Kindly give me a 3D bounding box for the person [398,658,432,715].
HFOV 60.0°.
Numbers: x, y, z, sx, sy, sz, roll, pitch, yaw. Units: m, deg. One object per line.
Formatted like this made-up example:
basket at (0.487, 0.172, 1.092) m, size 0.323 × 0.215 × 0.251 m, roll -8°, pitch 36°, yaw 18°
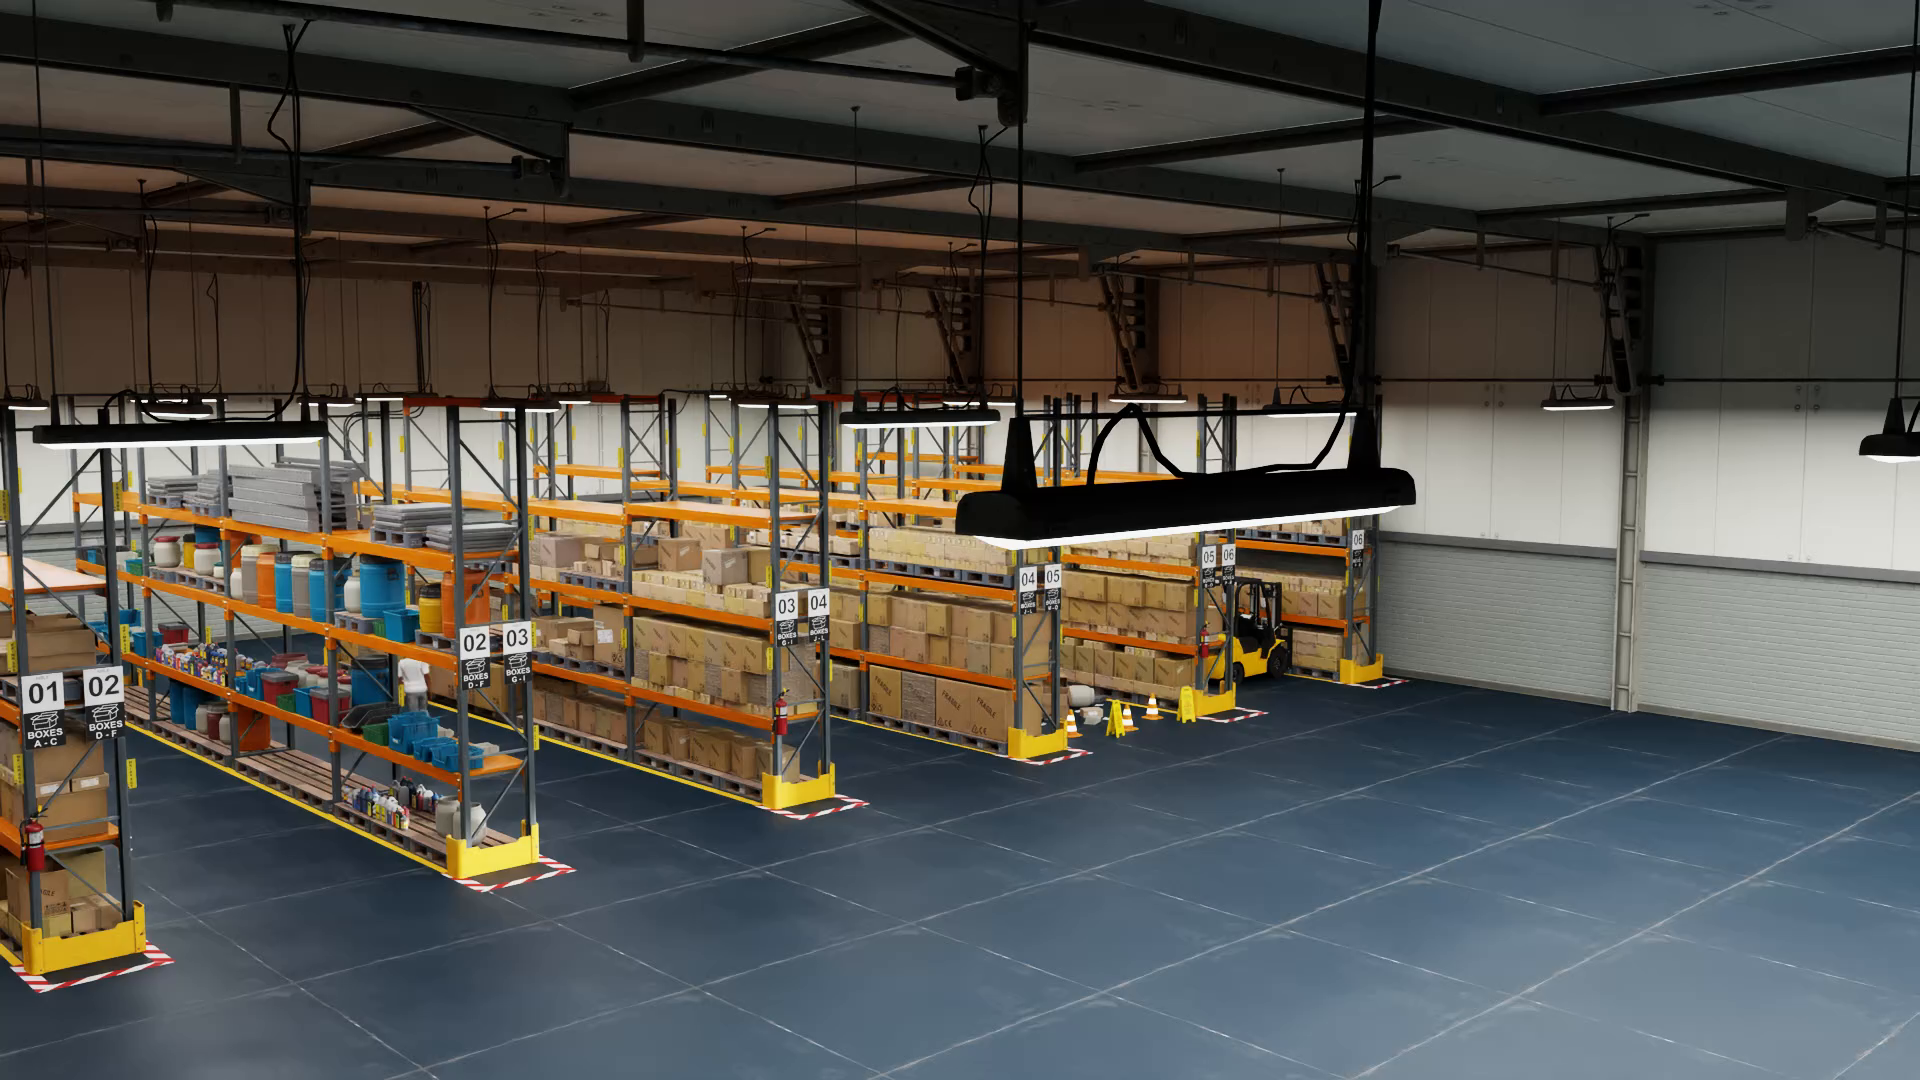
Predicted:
person at (-9.502, 2.643, 28.968) m, size 0.563 × 1.743 × 0.528 m, roll -3°, pitch 6°, yaw -31°
